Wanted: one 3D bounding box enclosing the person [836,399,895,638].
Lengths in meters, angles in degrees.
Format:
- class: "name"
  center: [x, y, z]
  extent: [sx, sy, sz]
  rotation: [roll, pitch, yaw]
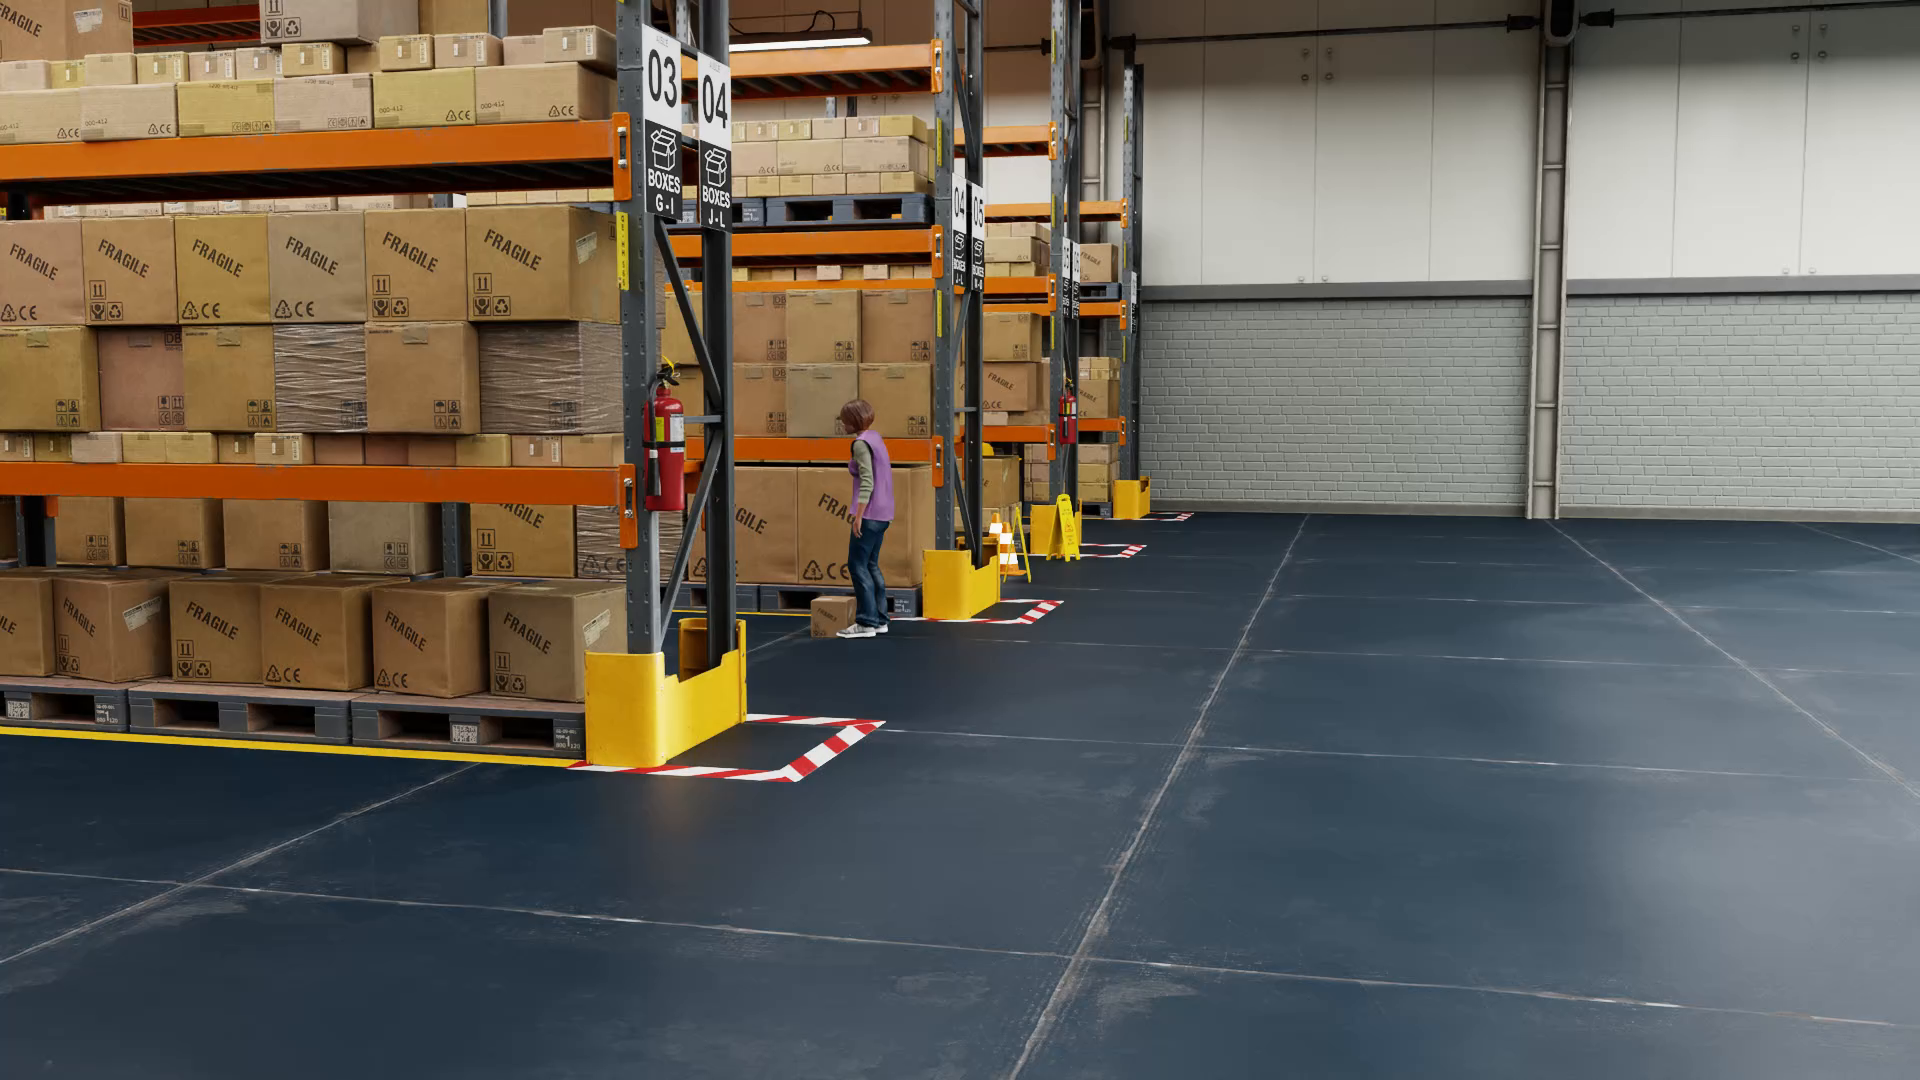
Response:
- class: "person"
  center: [-0.633, -0.144, 11.141]
  extent: [0.377, 1.591, 0.476]
  rotation: [1, 5, 11]
